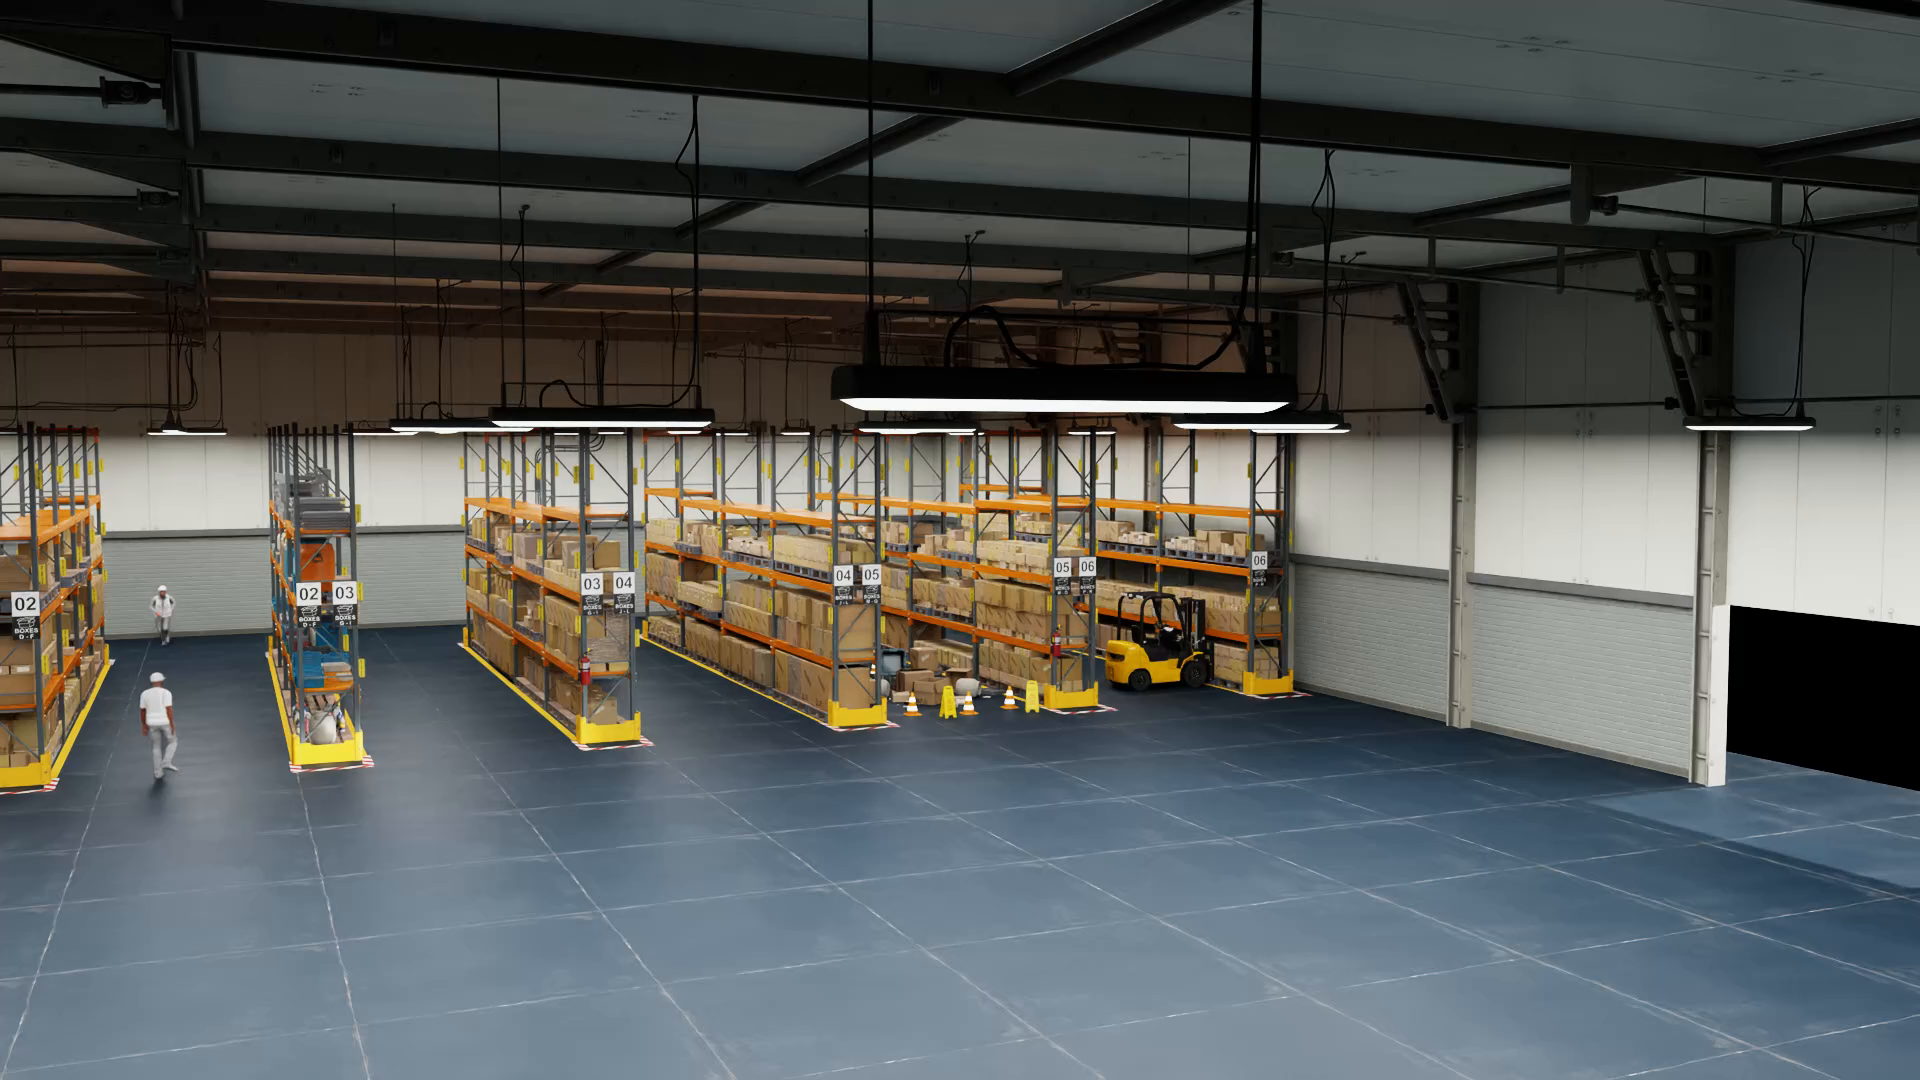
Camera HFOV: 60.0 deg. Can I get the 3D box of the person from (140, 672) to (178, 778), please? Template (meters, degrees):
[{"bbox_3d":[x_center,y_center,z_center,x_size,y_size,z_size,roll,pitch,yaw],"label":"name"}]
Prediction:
[{"bbox_3d":[-13.541,3.121,28.100,0.600,1.752,0.517,-1,4,-12],"label":"person"}]

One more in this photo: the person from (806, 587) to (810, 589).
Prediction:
[{"bbox_3d":[-4.092,2.074,45.978,0.430,1.682,0.524,1,4,19],"label":"person"}]

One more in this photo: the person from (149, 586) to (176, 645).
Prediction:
[{"bbox_3d":[-21.985,2.082,45.869,0.616,1.681,0.723,-1,4,-15],"label":"person"}]
